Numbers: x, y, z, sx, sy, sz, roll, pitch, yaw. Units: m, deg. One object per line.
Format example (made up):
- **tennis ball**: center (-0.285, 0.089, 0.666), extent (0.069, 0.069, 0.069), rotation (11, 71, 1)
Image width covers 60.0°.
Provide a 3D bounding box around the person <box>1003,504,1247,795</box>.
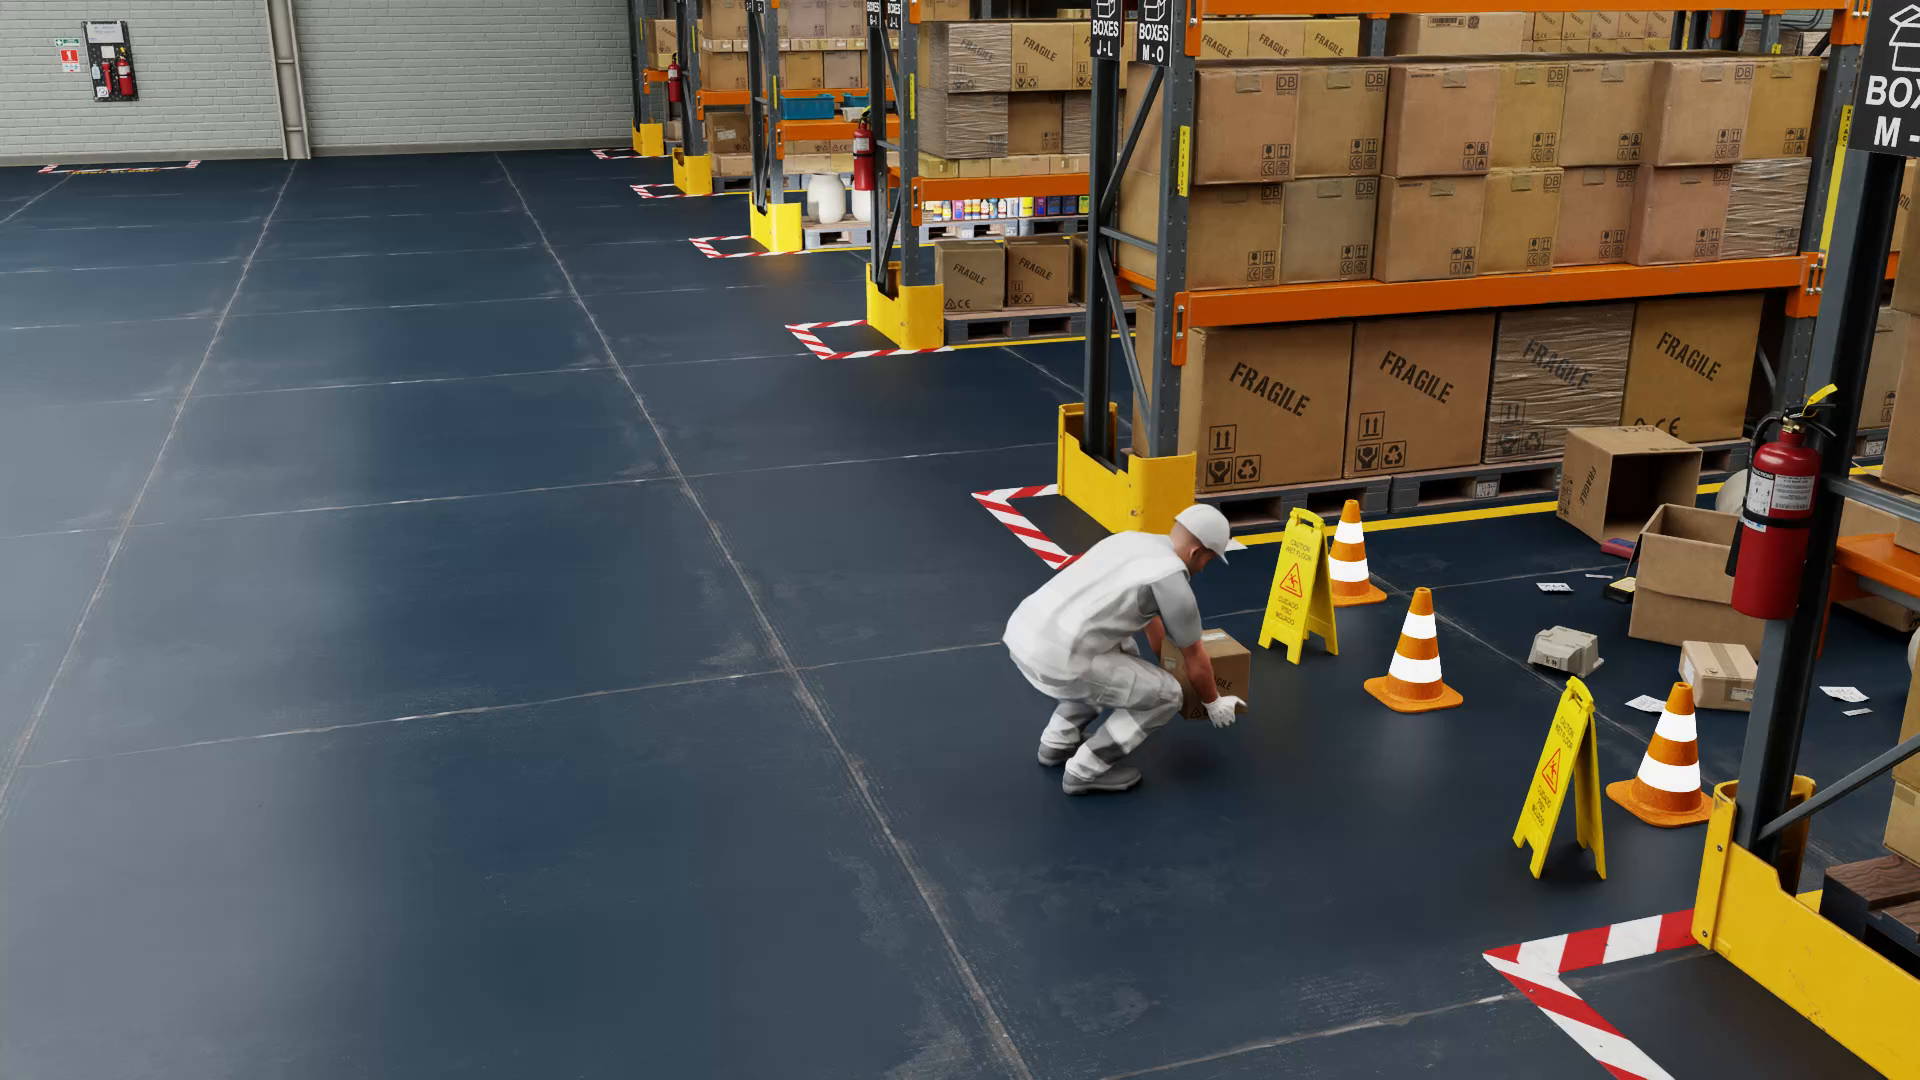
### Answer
- **person**: center (0.606, 0.387, 6.139), extent (0.907, 0.993, 0.541), rotation (-7, 20, -19)
